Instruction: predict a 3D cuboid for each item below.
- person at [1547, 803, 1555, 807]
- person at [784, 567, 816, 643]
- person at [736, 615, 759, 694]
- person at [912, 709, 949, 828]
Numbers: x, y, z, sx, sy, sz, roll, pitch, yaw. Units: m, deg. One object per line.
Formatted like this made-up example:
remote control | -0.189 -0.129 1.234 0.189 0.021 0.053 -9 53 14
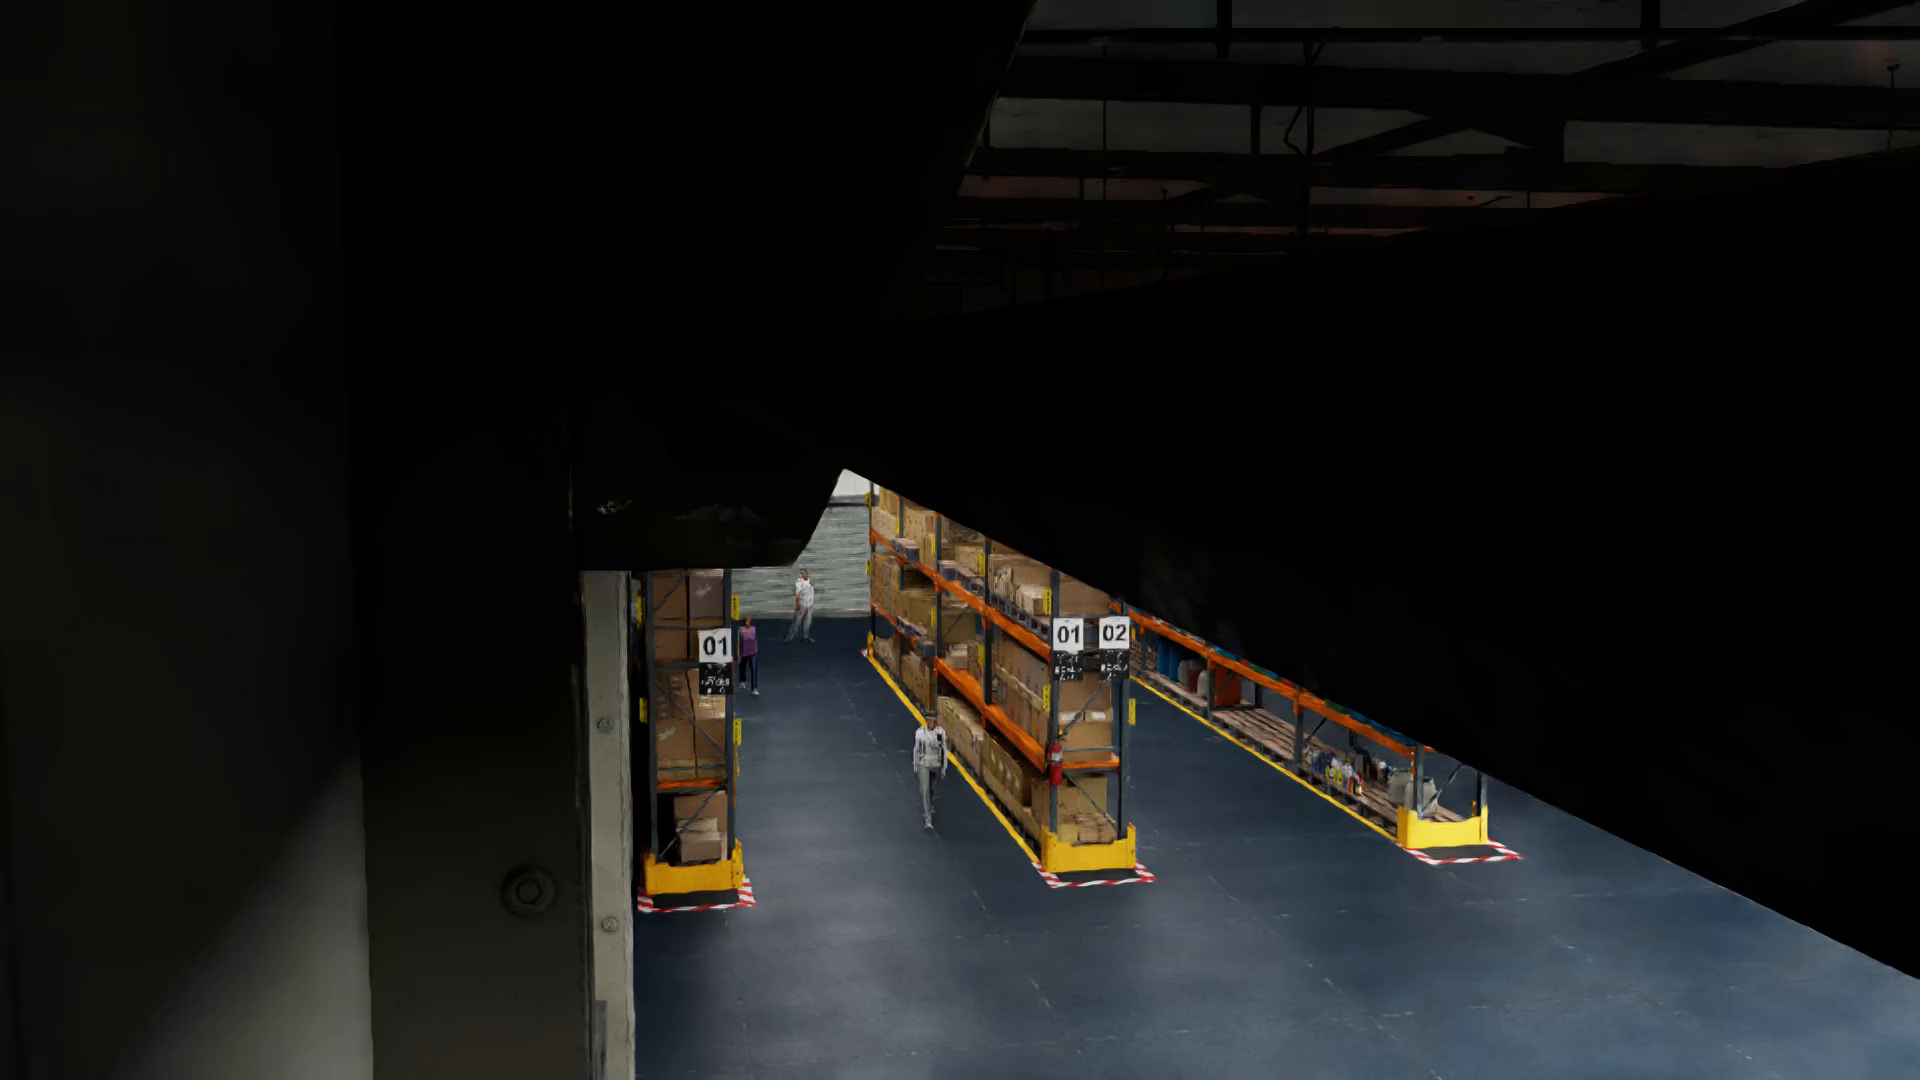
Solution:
person | 8.828 2.991 23.732 0.694 1.719 0.792 -3 7 -30
person | -3.669 1.498 38.048 0.517 1.744 0.736 4 7 33
person | -4.128 2.197 32.226 0.419 1.513 1.037 -1 6 -13
person | -0.391 3.118 23.062 0.488 1.584 1.070 -1 6 -13
